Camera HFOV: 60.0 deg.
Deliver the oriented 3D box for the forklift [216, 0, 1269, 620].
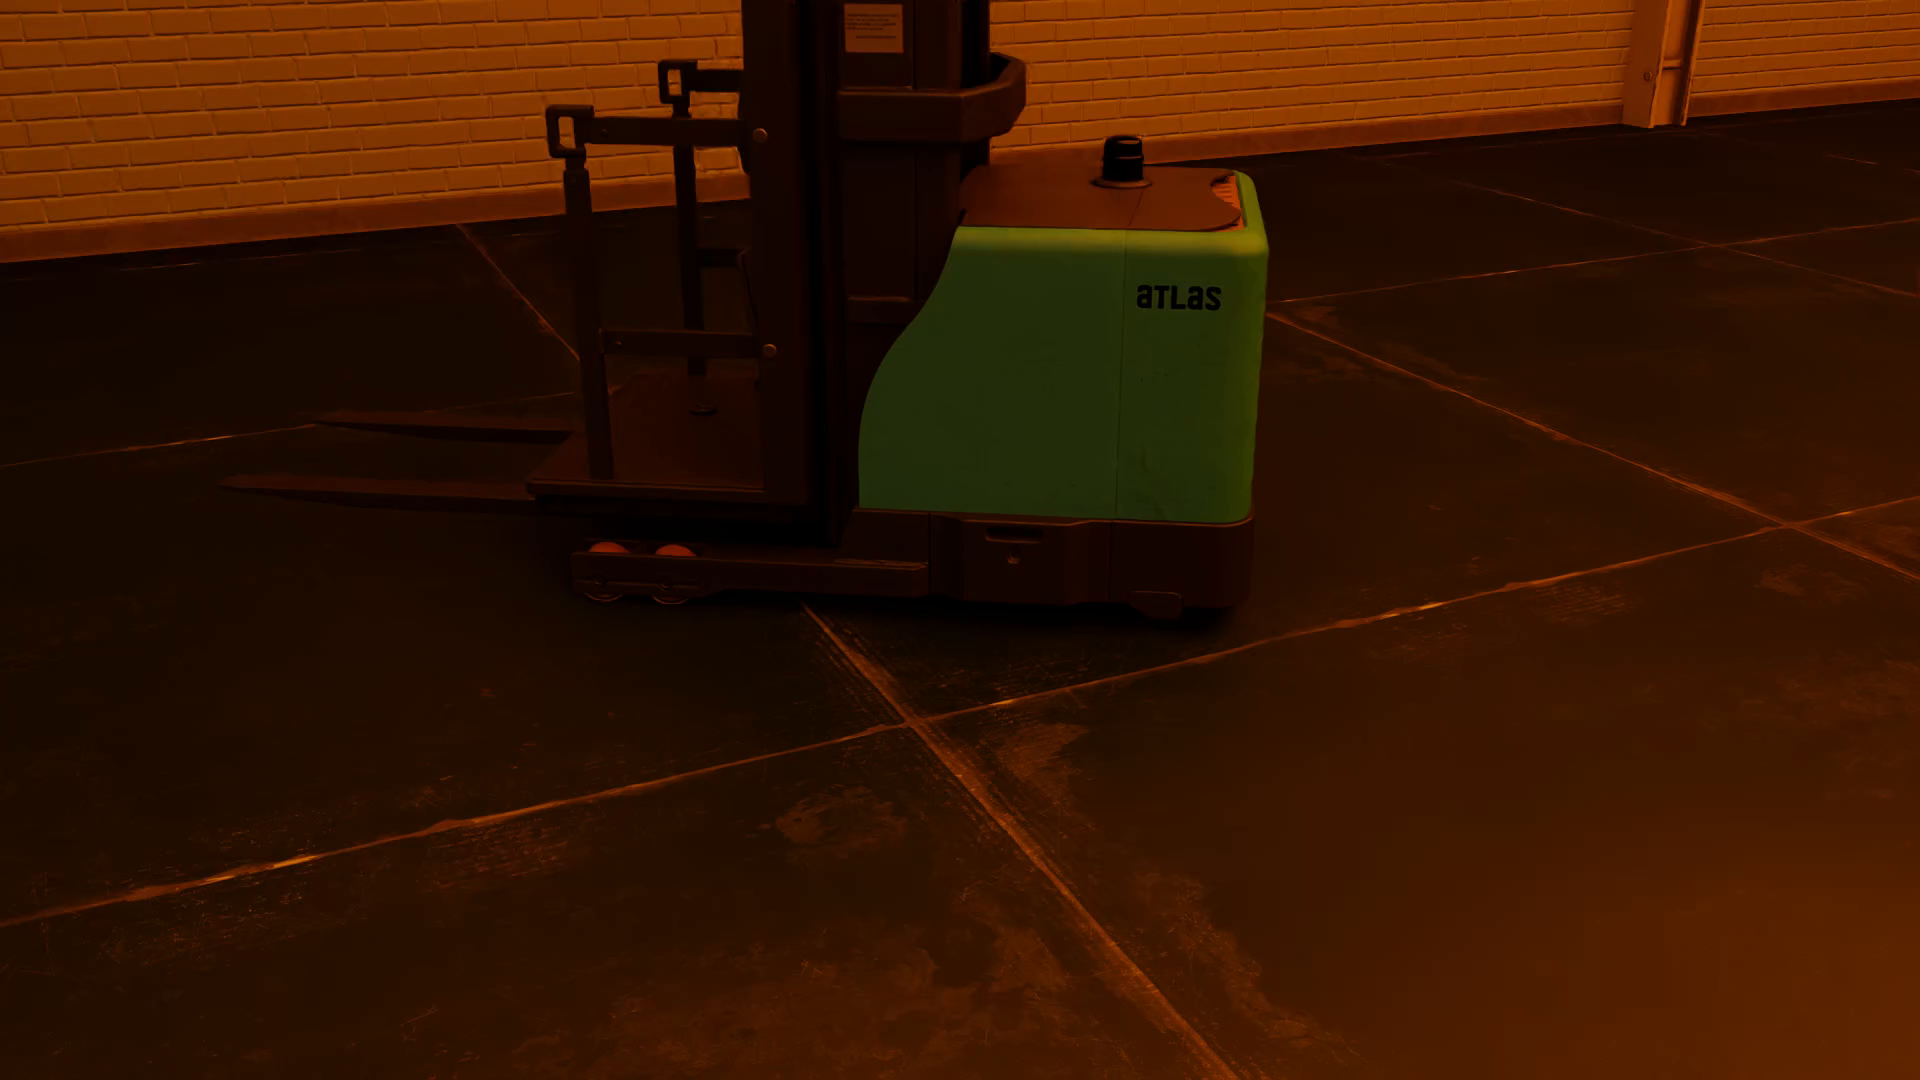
[{"bbox_3d":[-0.662,-1.368,4.578,3.031,2.935,1.130,3,23,6],"label":"forklift"}]
